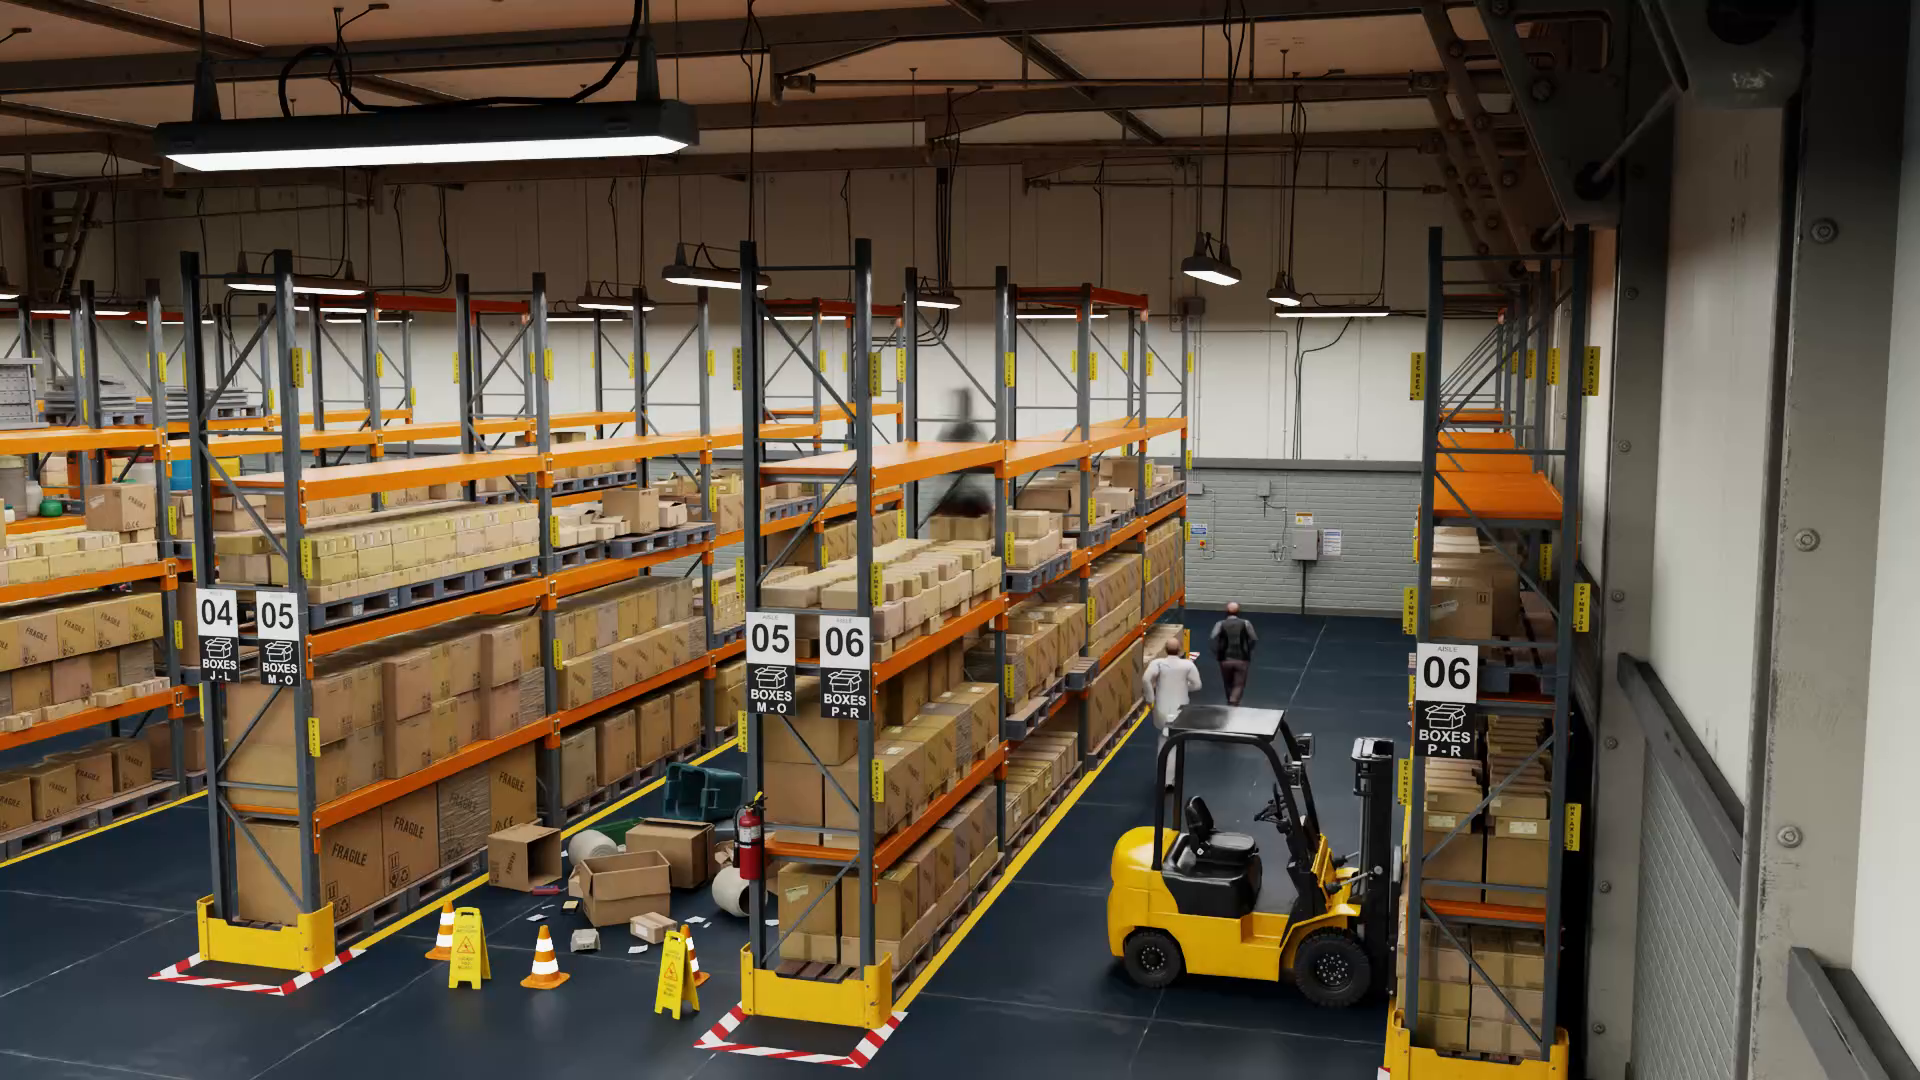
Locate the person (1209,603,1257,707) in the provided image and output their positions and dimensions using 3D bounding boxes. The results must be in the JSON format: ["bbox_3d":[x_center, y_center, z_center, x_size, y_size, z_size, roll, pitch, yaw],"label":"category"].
[{"bbox_3d":[3.804,1.753,23.218,0.660,1.717,0.988,2,7,15],"label":"person"}]

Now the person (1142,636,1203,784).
[{"bbox_3d":[2.557,2.070,19.948,0.684,1.844,0.847,2,7,14],"label":"person"}]
